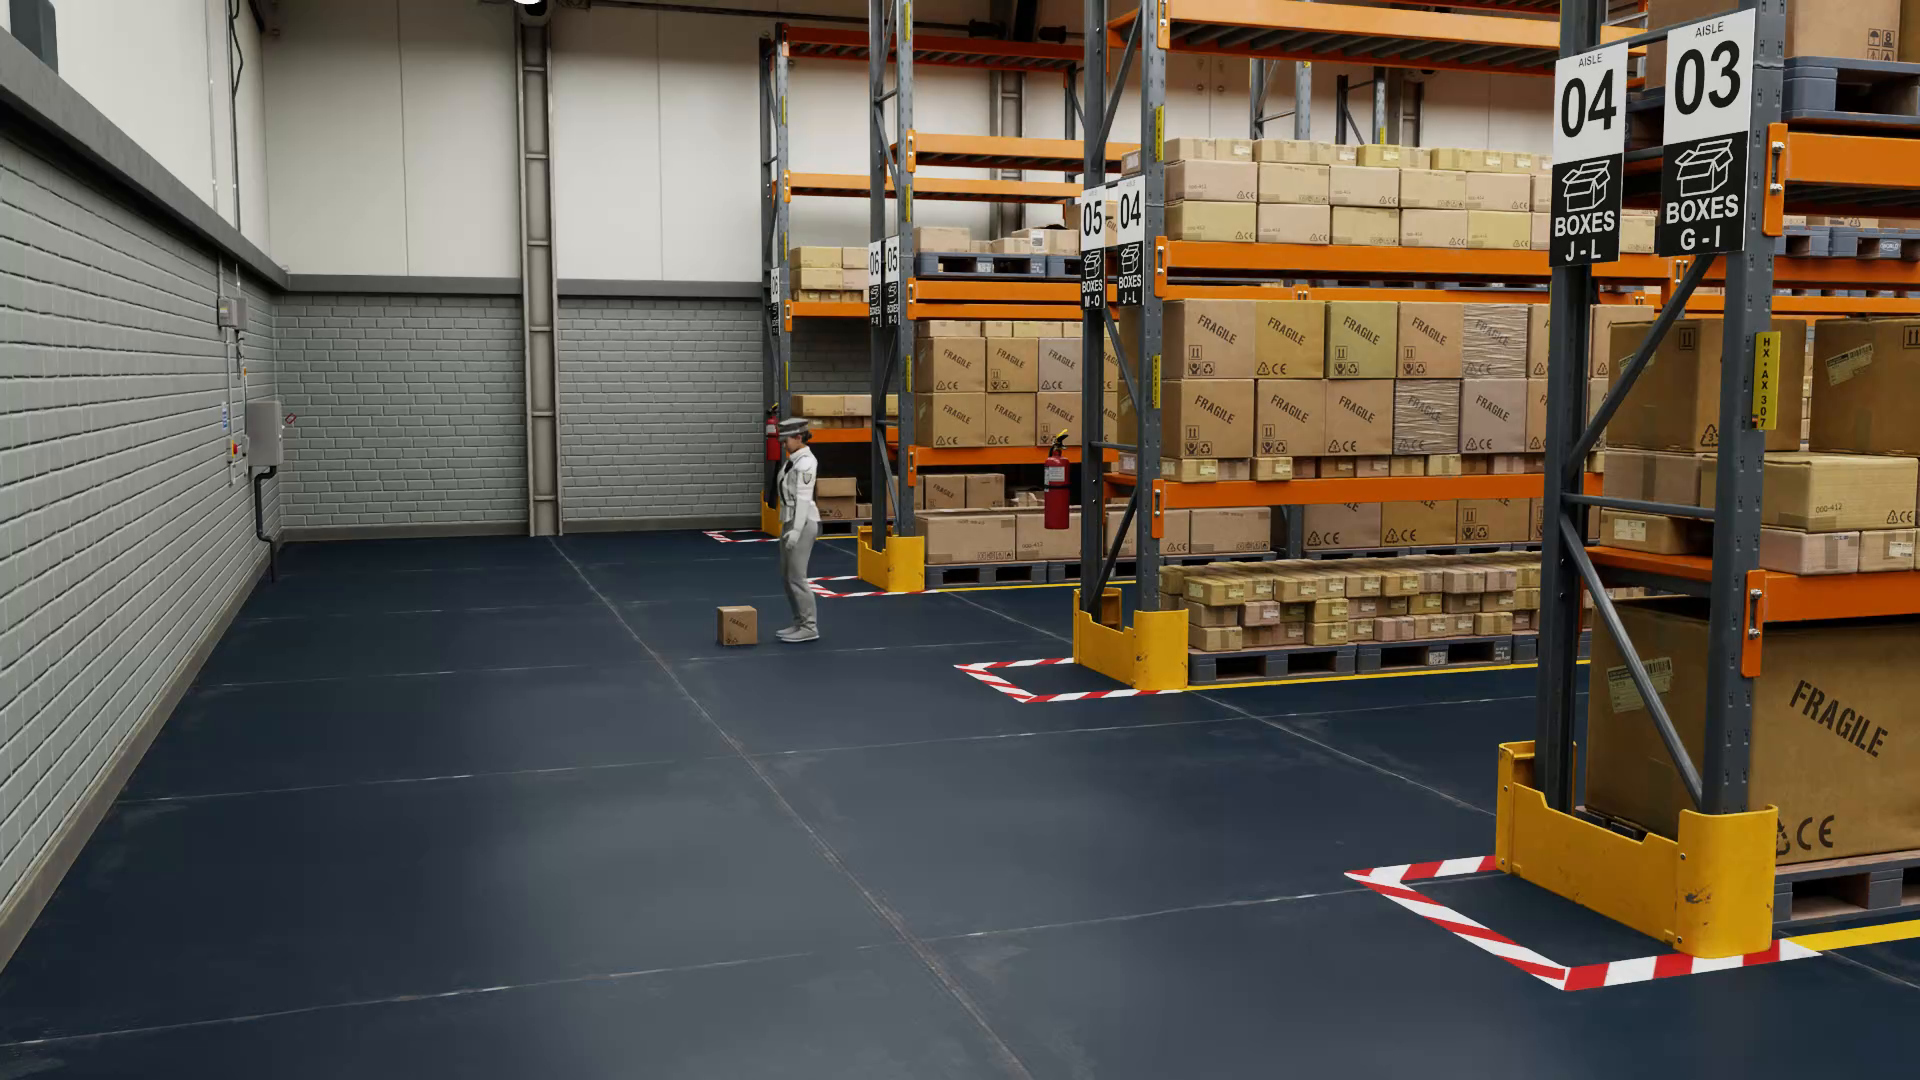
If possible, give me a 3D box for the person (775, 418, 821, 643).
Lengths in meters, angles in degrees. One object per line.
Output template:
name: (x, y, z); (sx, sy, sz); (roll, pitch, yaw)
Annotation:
person: (-1.203, -0.076, 12.362); (0.327, 1.661, 0.475); (-2, 6, -18)
